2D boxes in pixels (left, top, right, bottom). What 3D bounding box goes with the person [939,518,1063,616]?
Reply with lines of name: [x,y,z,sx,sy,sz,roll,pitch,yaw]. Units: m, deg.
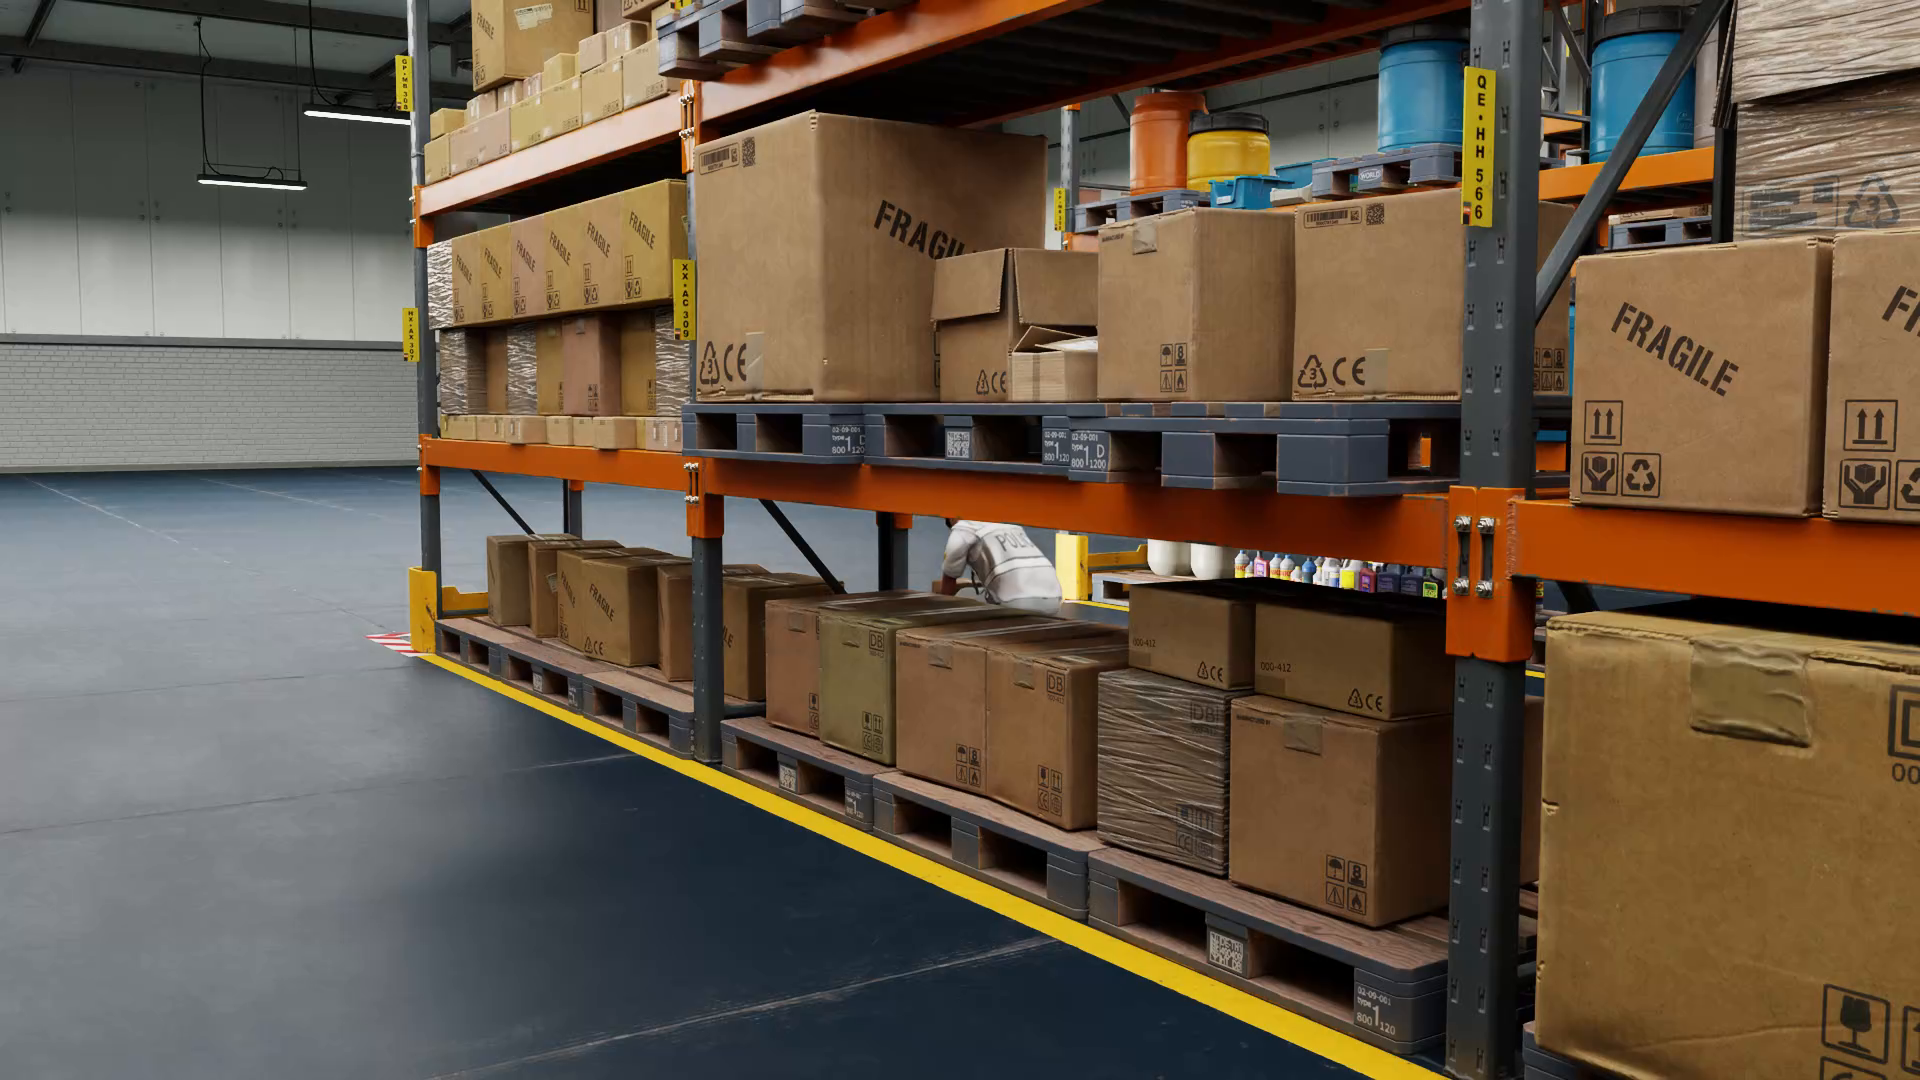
person: [0.200,0.224,9.707,0.550,1.011,0.901,-3,6,-34]
